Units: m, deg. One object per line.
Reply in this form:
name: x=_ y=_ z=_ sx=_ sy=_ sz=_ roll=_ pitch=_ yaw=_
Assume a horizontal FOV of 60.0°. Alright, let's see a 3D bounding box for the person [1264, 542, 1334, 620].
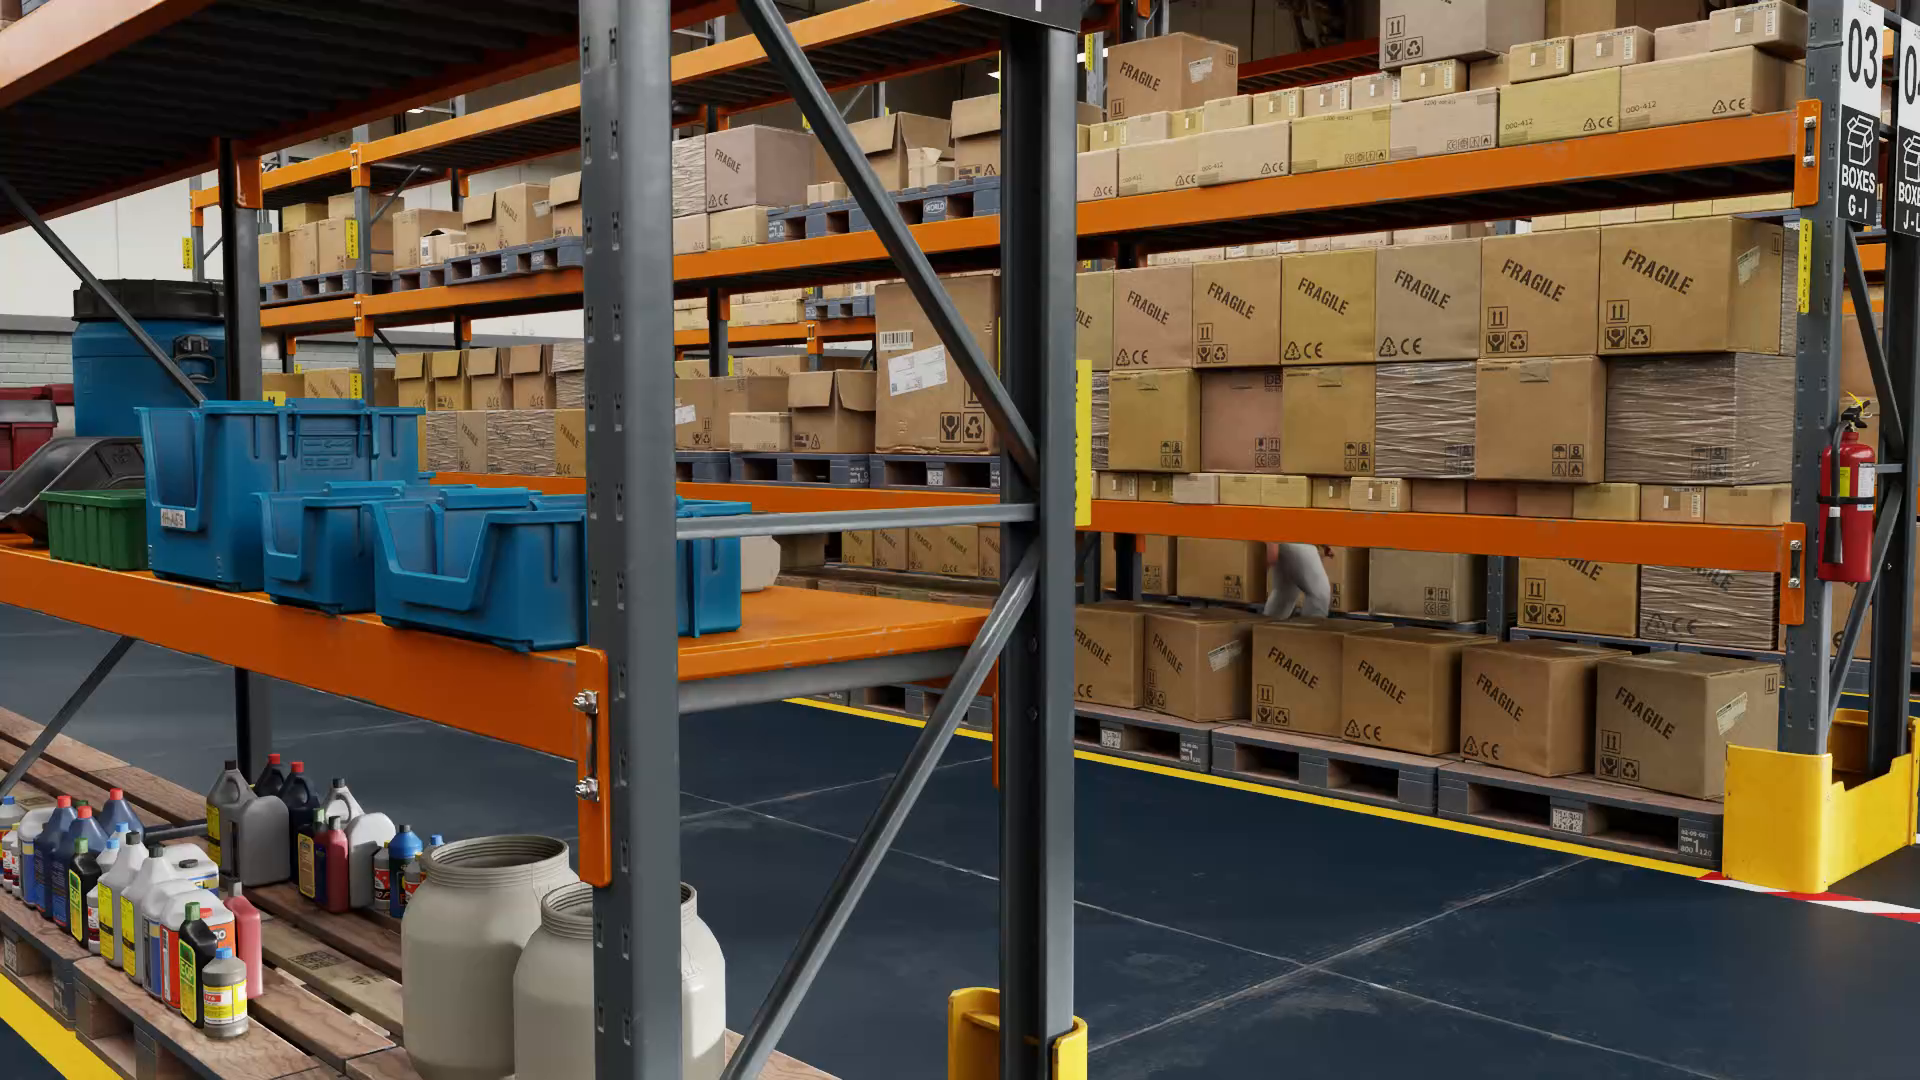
person: x=2.342 y=0.035 z=11.386 sx=0.625 sy=1.835 sz=0.540 roll=1 pitch=4 yaw=20
